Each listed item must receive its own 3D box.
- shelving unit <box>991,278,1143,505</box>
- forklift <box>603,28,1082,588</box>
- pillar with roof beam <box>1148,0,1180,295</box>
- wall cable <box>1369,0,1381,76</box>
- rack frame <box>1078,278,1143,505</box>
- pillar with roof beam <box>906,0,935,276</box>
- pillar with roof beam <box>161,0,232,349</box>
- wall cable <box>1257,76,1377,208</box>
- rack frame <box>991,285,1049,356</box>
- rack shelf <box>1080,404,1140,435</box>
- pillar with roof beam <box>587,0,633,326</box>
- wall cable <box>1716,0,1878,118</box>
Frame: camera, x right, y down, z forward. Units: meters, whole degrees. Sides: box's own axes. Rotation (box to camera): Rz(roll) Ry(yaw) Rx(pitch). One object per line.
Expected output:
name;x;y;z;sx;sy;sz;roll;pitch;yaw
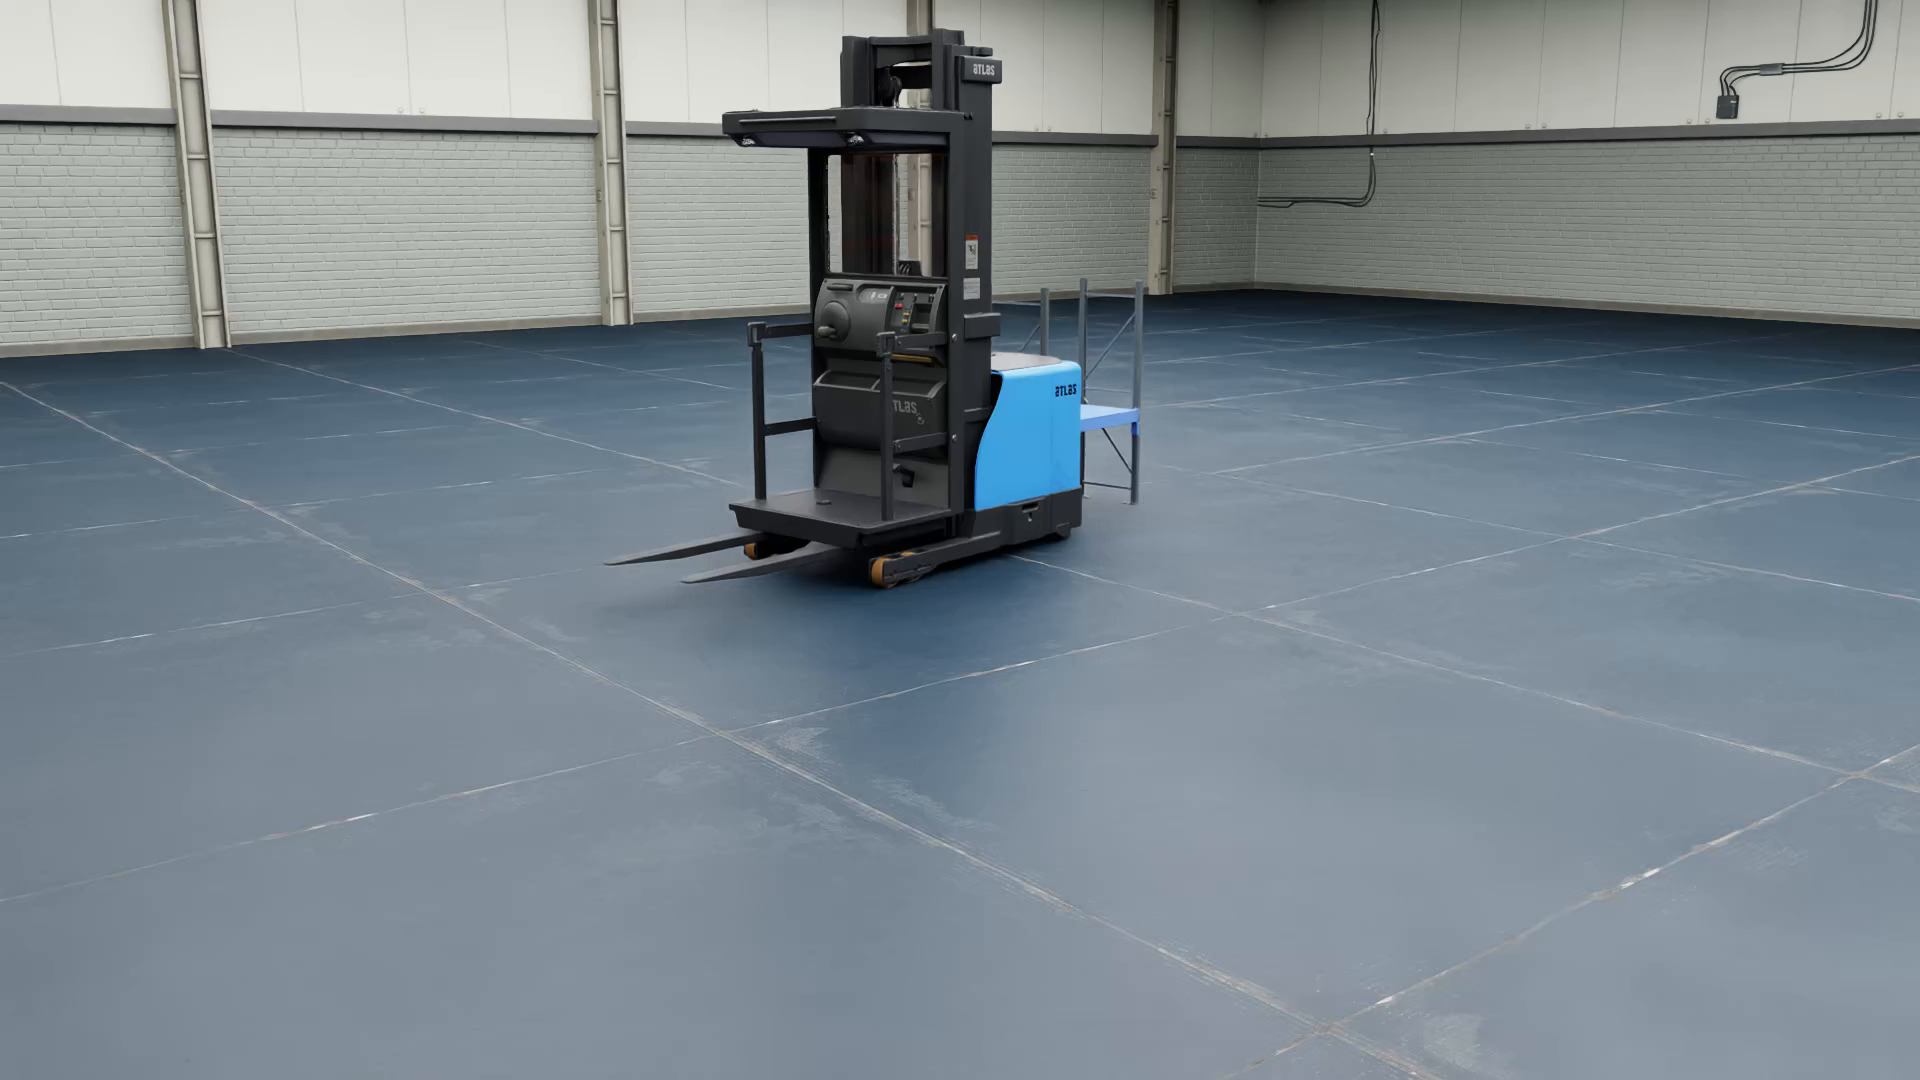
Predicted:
shelving unit;0.679;-0.925;10.876;0.538;1.500;1.048;10;16;39
forklift;-0.592;-1.294;9.165;1.130;2.935;3.031;10;16;39
pillar with roof beam;6.701;-8.636;29.134;0.400;9.000;9.100;-9;15;-38
wall cable;8.828;-10.015;30.944;0.112;2.526;3.097;-9;15;-38
rack frame;1.009;-1.006;11.254;0.500;1.500;0.032;10;16;39
pillar with roof beam;2.016;-7.857;25.467;0.400;9.000;9.100;-9;15;-38
pillar with roof beam;-7.354;-6.300;18.134;0.400;9.000;9.100;-9;15;-38
wall cable;7.138;-7.983;33.535;0.112;2.526;3.097;-9;15;-38
rack frame;0.348;-0.845;10.498;0.500;1.500;0.032;10;16;39
rack shelf;0.679;-0.749;10.913;0.538;0.185;1.000;10;16;39
pillar with roof beam;-2.669;-7.079;21.801;0.400;9.000;9.100;-9;15;-38
wall cable;13.056;-9.624;25.598;0.169;6.003;2.305;-9;15;-38
